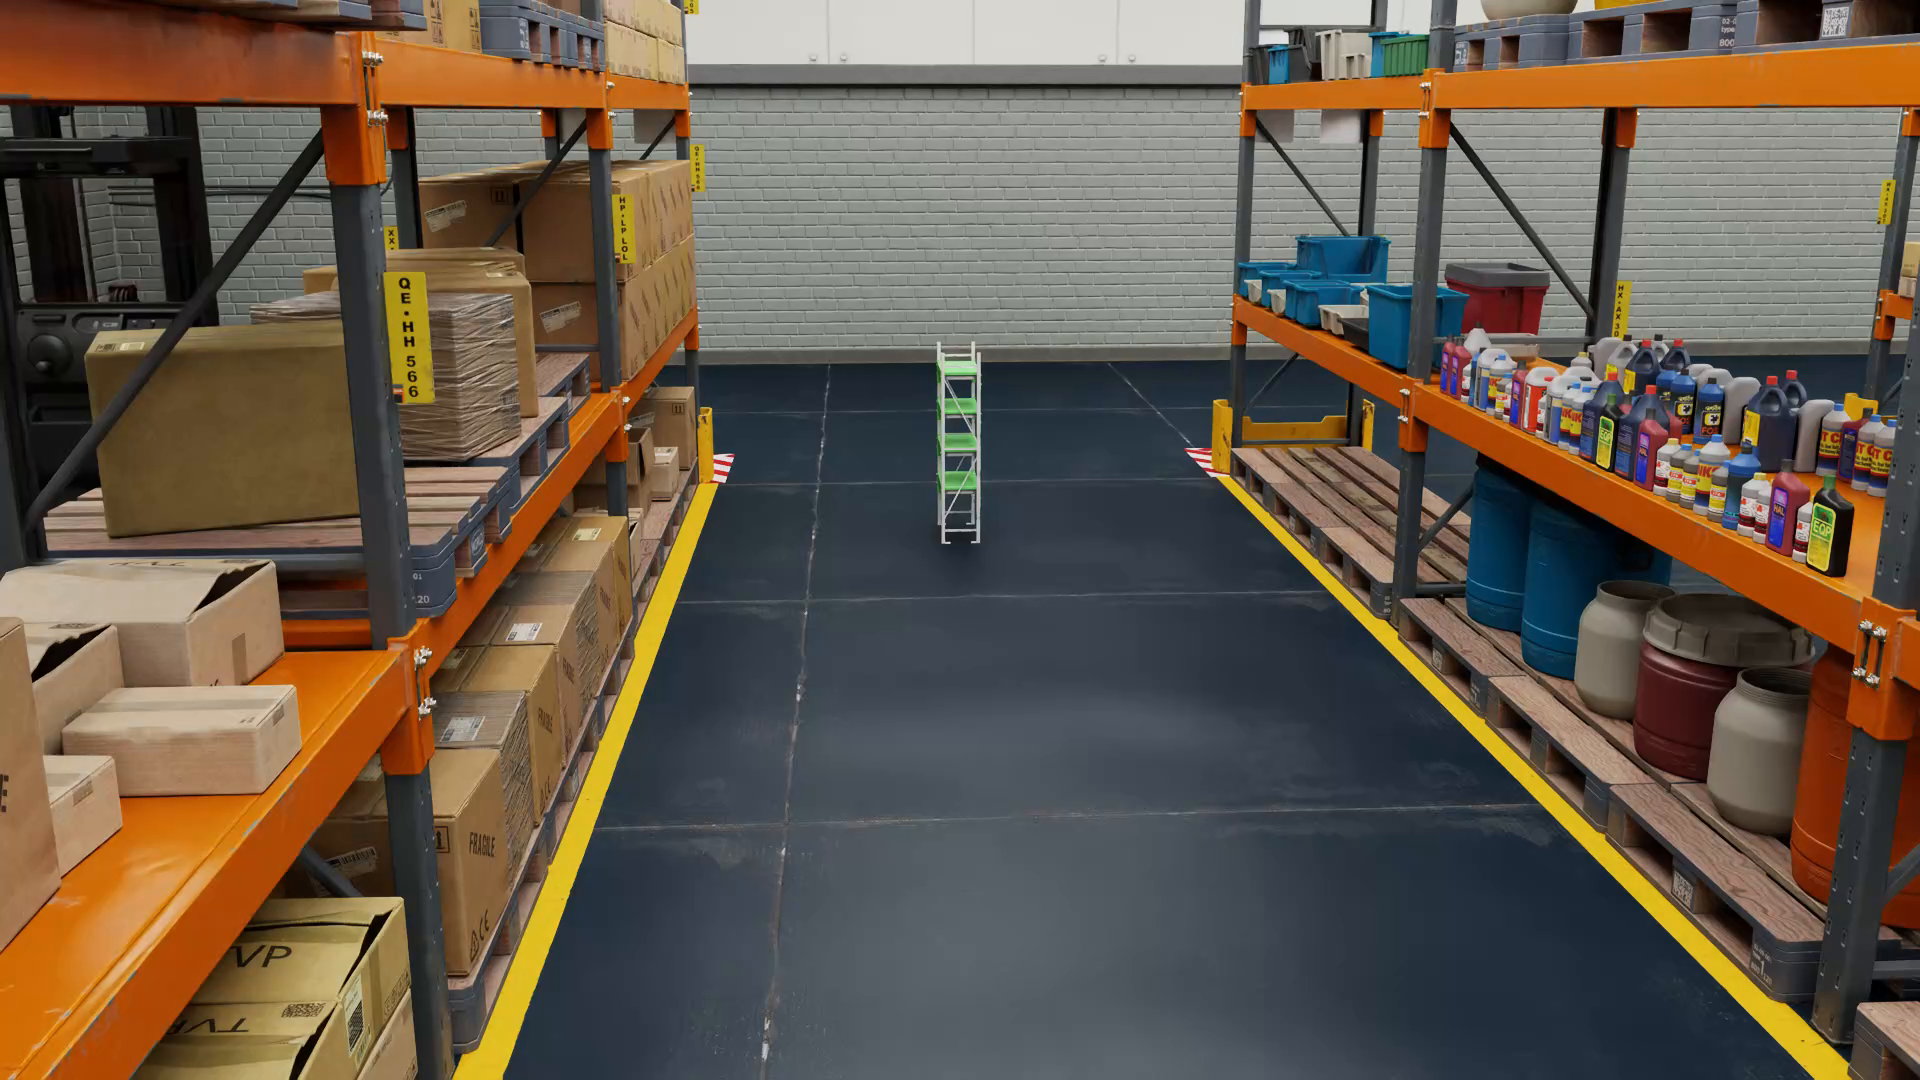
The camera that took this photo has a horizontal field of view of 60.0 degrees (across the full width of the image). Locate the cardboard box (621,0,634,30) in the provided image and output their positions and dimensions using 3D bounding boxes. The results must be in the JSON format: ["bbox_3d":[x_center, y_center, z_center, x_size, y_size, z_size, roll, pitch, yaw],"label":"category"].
[{"bbox_3d":[-1.983,-2.797,8.654,0.500,0.250,0.500,-1,14,-3],"label":"cardboard box"}]

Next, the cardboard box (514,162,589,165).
[{"bbox_3d":[-2.612,-2.208,10.883,0.500,0.500,0.500,-1,14,-3],"label":"cardboard box"}]

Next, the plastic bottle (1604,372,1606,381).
[{"bbox_3d":[3.022,-0.714,7.681,0.097,0.201,0.097,0,14,0],"label":"plastic bottle"}]

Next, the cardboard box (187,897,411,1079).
[{"bbox_3d":[-1.642,1.053,3.965,0.500,0.311,0.500,-1,14,-2],"label":"cardboard box"}]

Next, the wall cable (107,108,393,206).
[{"bbox_3d":[-7.354,-4.656,16.796,3.097,2.526,0.112,-1,14,-3],"label":"wall cable"}]

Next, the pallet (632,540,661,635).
[{"bbox_3d":[-2.210,0.254,9.114,1.003,0.211,1.213,-1,14,-3],"label":"pallet"}]

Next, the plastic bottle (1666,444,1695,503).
[{"bbox_3d":[2.533,-0.236,5.821,0.097,0.201,0.097,0,14,0],"label":"plastic bottle"}]

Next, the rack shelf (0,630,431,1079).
[{"bbox_3d":[-1.797,0.915,2.393,1.077,0.370,4.000,-1,14,-3],"label":"rack shelf"}]

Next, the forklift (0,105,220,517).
[{"bbox_3d":[-4.619,-1.073,8.815,1.130,2.935,3.031,-1,14,-3],"label":"forklift"}]

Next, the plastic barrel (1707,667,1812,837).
[{"bbox_3d":[2.852,0.735,5.800,0.421,0.512,0.421,0,14,0],"label":"plastic barrel"}]

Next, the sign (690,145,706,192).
[{"bbox_3d":[-1.861,-2.638,11.800,0.100,0.325,0.005,-1,14,-3],"label":"sign"}]

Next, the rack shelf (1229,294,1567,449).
[{"bbox_3d":[2.652,-1.150,10.419,1.077,0.370,4.000,-1,14,-3],"label":"rack shelf"}]

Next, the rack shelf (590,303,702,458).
[{"bbox_3d":[-2.292,-1.074,10.126,1.077,0.370,4.000,-1,14,-3],"label":"rack shelf"}]

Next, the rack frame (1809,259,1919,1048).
[{"bbox_3d":[3.023,-0.006,4.530,1.000,3.000,0.127,-1,14,-3],"label":"rack frame"}]

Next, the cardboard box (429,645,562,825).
[{"bbox_3d":[-1.728,0.694,5.941,0.500,0.500,0.500,-1,14,-4],"label":"cardboard box"}]

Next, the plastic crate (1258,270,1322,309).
[{"bbox_3d":[2.255,-1.713,11.382,0.416,0.233,0.300,-1,14,-3],"label":"plastic crate"}]

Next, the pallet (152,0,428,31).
[{"bbox_3d":[-1.789,-1.124,3.236,1.213,0.211,1.003,0,14,-1],"label":"pallet"}]

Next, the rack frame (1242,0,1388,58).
[{"bbox_3d":[2.528,-4.901,11.515,1.000,3.000,0.127,-1,14,-3],"label":"rack frame"}]

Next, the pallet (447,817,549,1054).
[{"bbox_3d":[-1.929,1.234,5.308,1.003,0.211,1.213,-1,14,-3],"label":"pallet"}]

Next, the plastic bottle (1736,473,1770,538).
[{"bbox_3d":[2.563,-0.114,5.350,0.097,0.201,0.097,0,14,0],"label":"plastic bottle"}]

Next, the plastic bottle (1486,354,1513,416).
[{"bbox_3d":[2.427,-0.697,7.475,0.097,0.271,0.097,0,14,0],"label":"plastic bottle"}]

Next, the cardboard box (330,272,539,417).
[{"bbox_3d":[-1.997,-0.739,6.334,0.700,0.500,0.500,-5,15,-18],"label":"cardboard box"}]

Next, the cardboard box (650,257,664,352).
[{"bbox_3d":[-1.992,-1.356,9.578,0.500,0.500,0.500,-1,14,-4],"label":"cardboard box"}]

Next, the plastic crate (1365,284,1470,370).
[{"bbox_3d":[2.406,-1.133,8.822,0.392,0.384,0.575,-1,14,-3],"label":"plastic crate"}]

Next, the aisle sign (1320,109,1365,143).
[{"bbox_3d":[2.816,-3.277,12.026,0.394,0.787,0.004,-1,14,-3],"label":"aisle sign"}]

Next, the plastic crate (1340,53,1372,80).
[{"bbox_3d":[2.317,-2.636,9.262,0.293,0.136,0.466,-1,14,-3],"label":"plastic crate"}]

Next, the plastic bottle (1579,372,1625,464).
[{"bbox_3d":[2.514,-0.480,6.470,0.144,0.351,0.185,-1,14,-3],"label":"plastic bottle"}]

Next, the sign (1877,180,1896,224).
[{"bbox_3d":[6.917,-2.523,12.415,0.100,0.325,0.005,-1,14,-3],"label":"sign"}]

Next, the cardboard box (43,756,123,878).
[{"bbox_3d":[-1.785,0.507,3.039,0.380,0.149,0.250,0,14,1],"label":"cardboard box"}]

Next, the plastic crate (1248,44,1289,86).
[{"bbox_3d":[2.273,-3.285,11.517,0.497,0.269,0.590,-1,14,-3],"label":"plastic crate"}]

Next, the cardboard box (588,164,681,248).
[{"bbox_3d":[-2.045,-2.092,10.429,0.500,0.500,0.500,0,14,-2],"label":"cardboard box"}]

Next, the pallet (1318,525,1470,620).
[{"bbox_3d":[2.691,0.167,9.452,1.003,0.211,1.213,-1,14,-3],"label":"pallet"}]

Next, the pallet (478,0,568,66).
[{"bbox_3d":[-2.131,-1.866,6.116,1.213,0.211,1.003,-1,14,-3],"label":"pallet"}]

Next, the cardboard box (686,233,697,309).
[{"bbox_3d":[-2.117,-1.861,11.540,0.500,0.500,0.500,0,14,-2],"label":"cardboard box"}]

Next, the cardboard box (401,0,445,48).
[{"bbox_3d":[-2.013,-1.666,4.763,0.910,0.500,0.500,-1,14,-3],"label":"cardboard box"}]

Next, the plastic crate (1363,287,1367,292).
[{"bbox_3d":[2.763,-1.625,11.230,0.396,0.136,0.243,-1,14,-3],"label":"plastic crate"}]

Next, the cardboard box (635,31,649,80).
[{"bbox_3d":[-2.008,-2.679,9.200,0.500,0.250,0.500,-1,14,-3],"label":"cardboard box"}]

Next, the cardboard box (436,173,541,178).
[{"bbox_3d":[-2.493,-1.707,8.934,0.500,0.500,0.500,-1,14,-5],"label":"cardboard box"}]

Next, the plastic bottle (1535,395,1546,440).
[{"bbox_3d":[2.461,-0.524,6.942,0.097,0.201,0.097,0,14,0],"label":"plastic bottle"}]

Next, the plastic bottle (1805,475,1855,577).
[{"bbox_3d":[2.573,-0.044,4.910,0.061,0.283,0.133,-1,14,-3],"label":"plastic bottle"}]

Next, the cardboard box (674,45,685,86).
[{"bbox_3d":[-2.121,-3.176,11.134,0.500,0.250,0.500,-1,14,-3],"label":"cardboard box"}]

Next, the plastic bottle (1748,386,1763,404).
[{"bbox_3d":[3.181,-0.476,6.613,0.097,0.271,0.097,0,14,0],"label":"plastic bottle"}]

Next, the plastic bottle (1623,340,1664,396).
[{"bbox_3d":[3.027,-0.705,7.347,0.144,0.351,0.185,-1,14,-3],"label":"plastic bottle"}]

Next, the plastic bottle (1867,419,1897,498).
[{"bbox_3d":[3.288,-0.291,5.897,0.097,0.271,0.097,0,14,0],"label":"plastic bottle"}]

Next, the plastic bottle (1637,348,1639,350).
[{"bbox_3d":[3.145,-0.757,7.697,0.152,0.276,0.135,-1,14,-3],"label":"plastic bottle"}]

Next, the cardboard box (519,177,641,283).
[{"bbox_3d":[-1.917,-1.580,8.438,0.500,0.500,0.500,-1,14,-2],"label":"cardboard box"}]

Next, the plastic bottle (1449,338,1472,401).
[{"bbox_3d":[2.381,-0.813,7.902,0.061,0.283,0.133,-1,14,-3],"label":"plastic bottle"}]

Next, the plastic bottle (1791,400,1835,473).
[{"bbox_3d":[3.233,-0.403,6.324,0.152,0.276,0.135,-1,14,-3],"label":"plastic bottle"}]

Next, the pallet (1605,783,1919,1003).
[{"bbox_3d":[2.933,1.149,5.637,1.003,0.211,1.213,-1,14,-3],"label":"pallet"}]

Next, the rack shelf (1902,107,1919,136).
[{"bbox_3d":[7.595,-2.679,10.343,1.077,0.370,4.000,-1,14,-3],"label":"rack shelf"}]

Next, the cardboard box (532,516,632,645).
[{"bbox_3d":[-1.852,0.190,7.900,0.500,0.500,0.500,-1,14,-4],"label":"cardboard box"}]

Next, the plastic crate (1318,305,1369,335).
[{"bbox_3d":[2.368,-1.331,10.087,0.293,0.136,0.466,-1,14,-3],"label":"plastic crate"}]

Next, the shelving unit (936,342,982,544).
[{"bbox_3d":[-0.010,-0.622,10.537,0.258,1.200,0.503,-1,14,-3],"label":"shelving unit"}]

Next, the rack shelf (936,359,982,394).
[{"bbox_3d":[-0.010,-1.025,10.433,0.258,0.148,0.480,-1,14,-3],"label":"rack shelf"}]

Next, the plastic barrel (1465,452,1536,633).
[{"bbox_3d":[2.792,-0.052,8.079,0.600,0.901,0.708,-1,14,-3],"label":"plastic barrel"}]

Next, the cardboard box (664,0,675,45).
[{"bbox_3d":[-2.099,-3.294,10.587,0.500,0.250,0.500,-1,14,-3],"label":"cardboard box"}]

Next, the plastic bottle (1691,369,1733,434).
[{"bbox_3d":[3.185,-0.598,7.080,0.152,0.276,0.135,-1,14,-3],"label":"plastic bottle"}]

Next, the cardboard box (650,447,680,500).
[{"bbox_3d":[-2.108,-0.433,10.826,0.500,0.250,0.500,-1,14,-3],"label":"cardboard box"}]
